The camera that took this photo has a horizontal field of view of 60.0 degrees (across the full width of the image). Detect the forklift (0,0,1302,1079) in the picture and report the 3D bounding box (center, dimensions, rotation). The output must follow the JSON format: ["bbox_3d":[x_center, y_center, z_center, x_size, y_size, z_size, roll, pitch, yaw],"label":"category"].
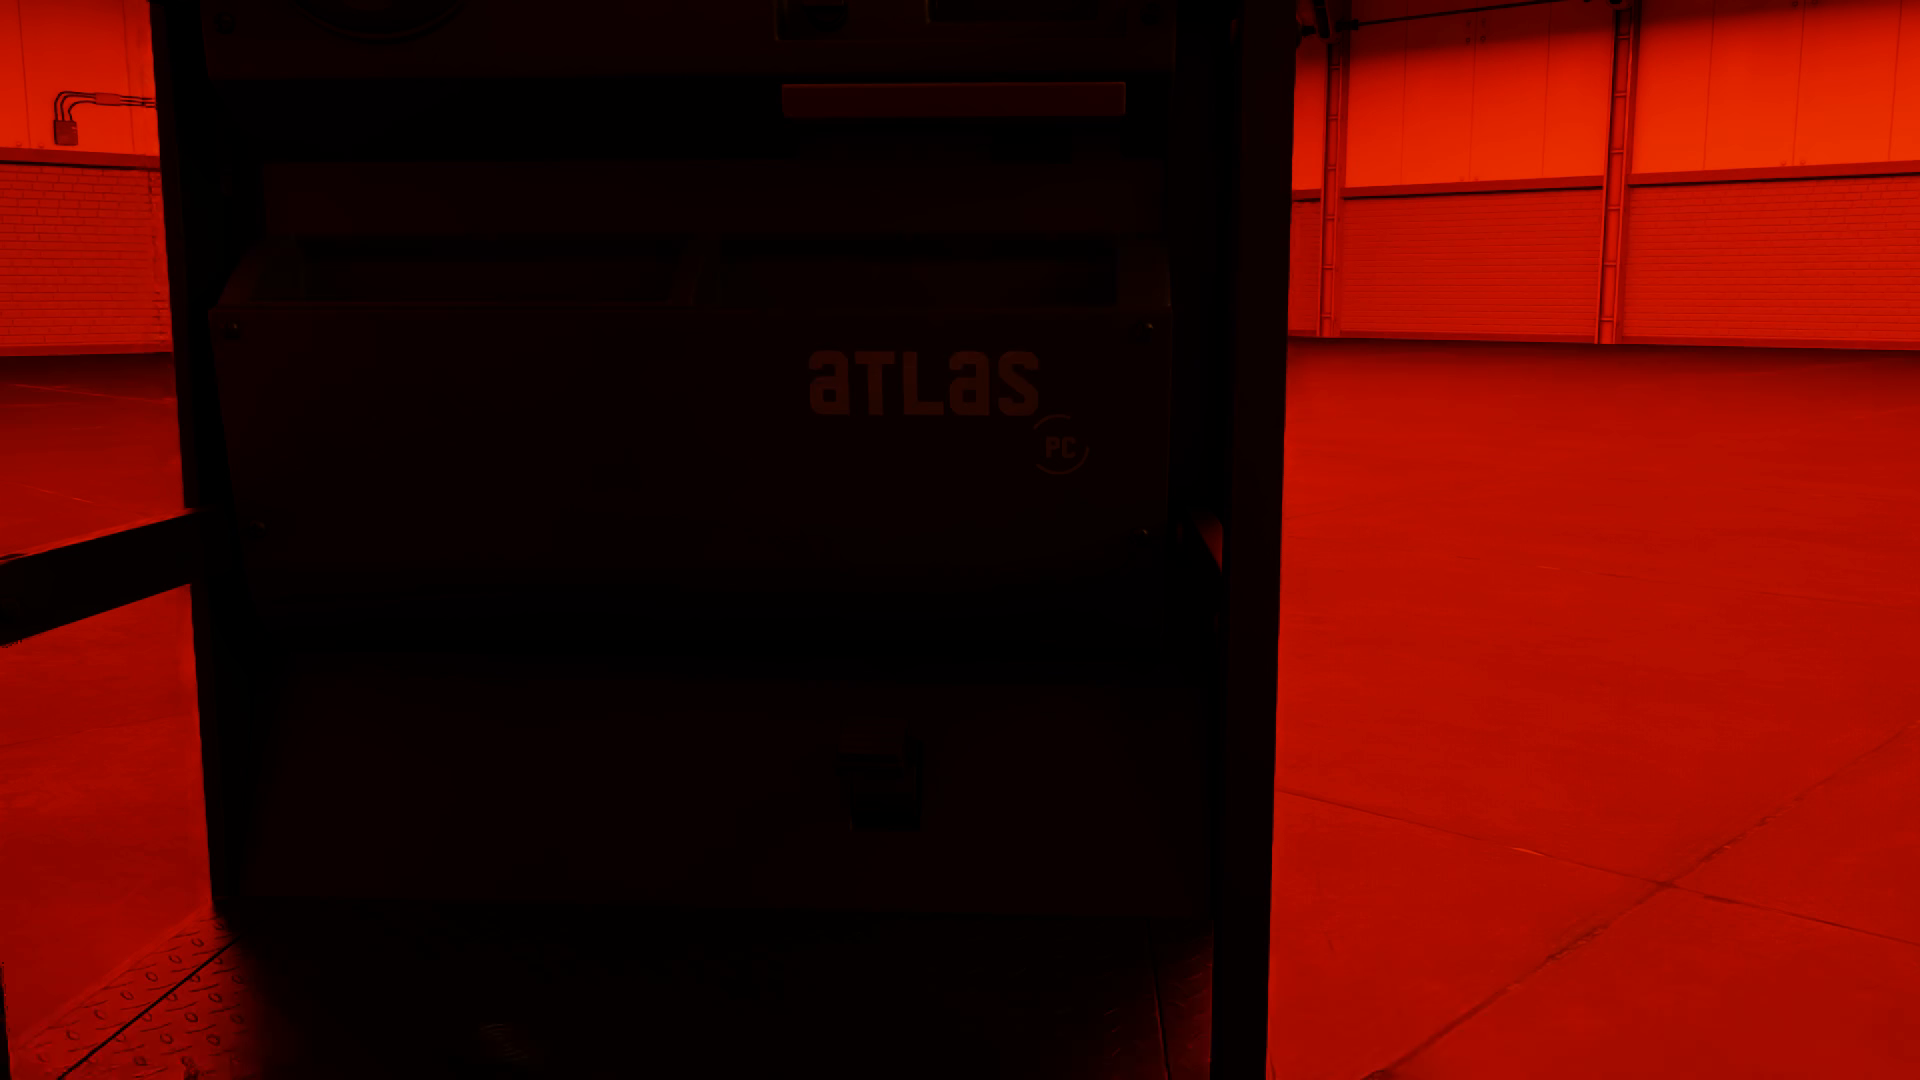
[{"bbox_3d":[-0.271,-0.678,1.375,1.130,2.935,3.031,1,9,4],"label":"forklift"}]
